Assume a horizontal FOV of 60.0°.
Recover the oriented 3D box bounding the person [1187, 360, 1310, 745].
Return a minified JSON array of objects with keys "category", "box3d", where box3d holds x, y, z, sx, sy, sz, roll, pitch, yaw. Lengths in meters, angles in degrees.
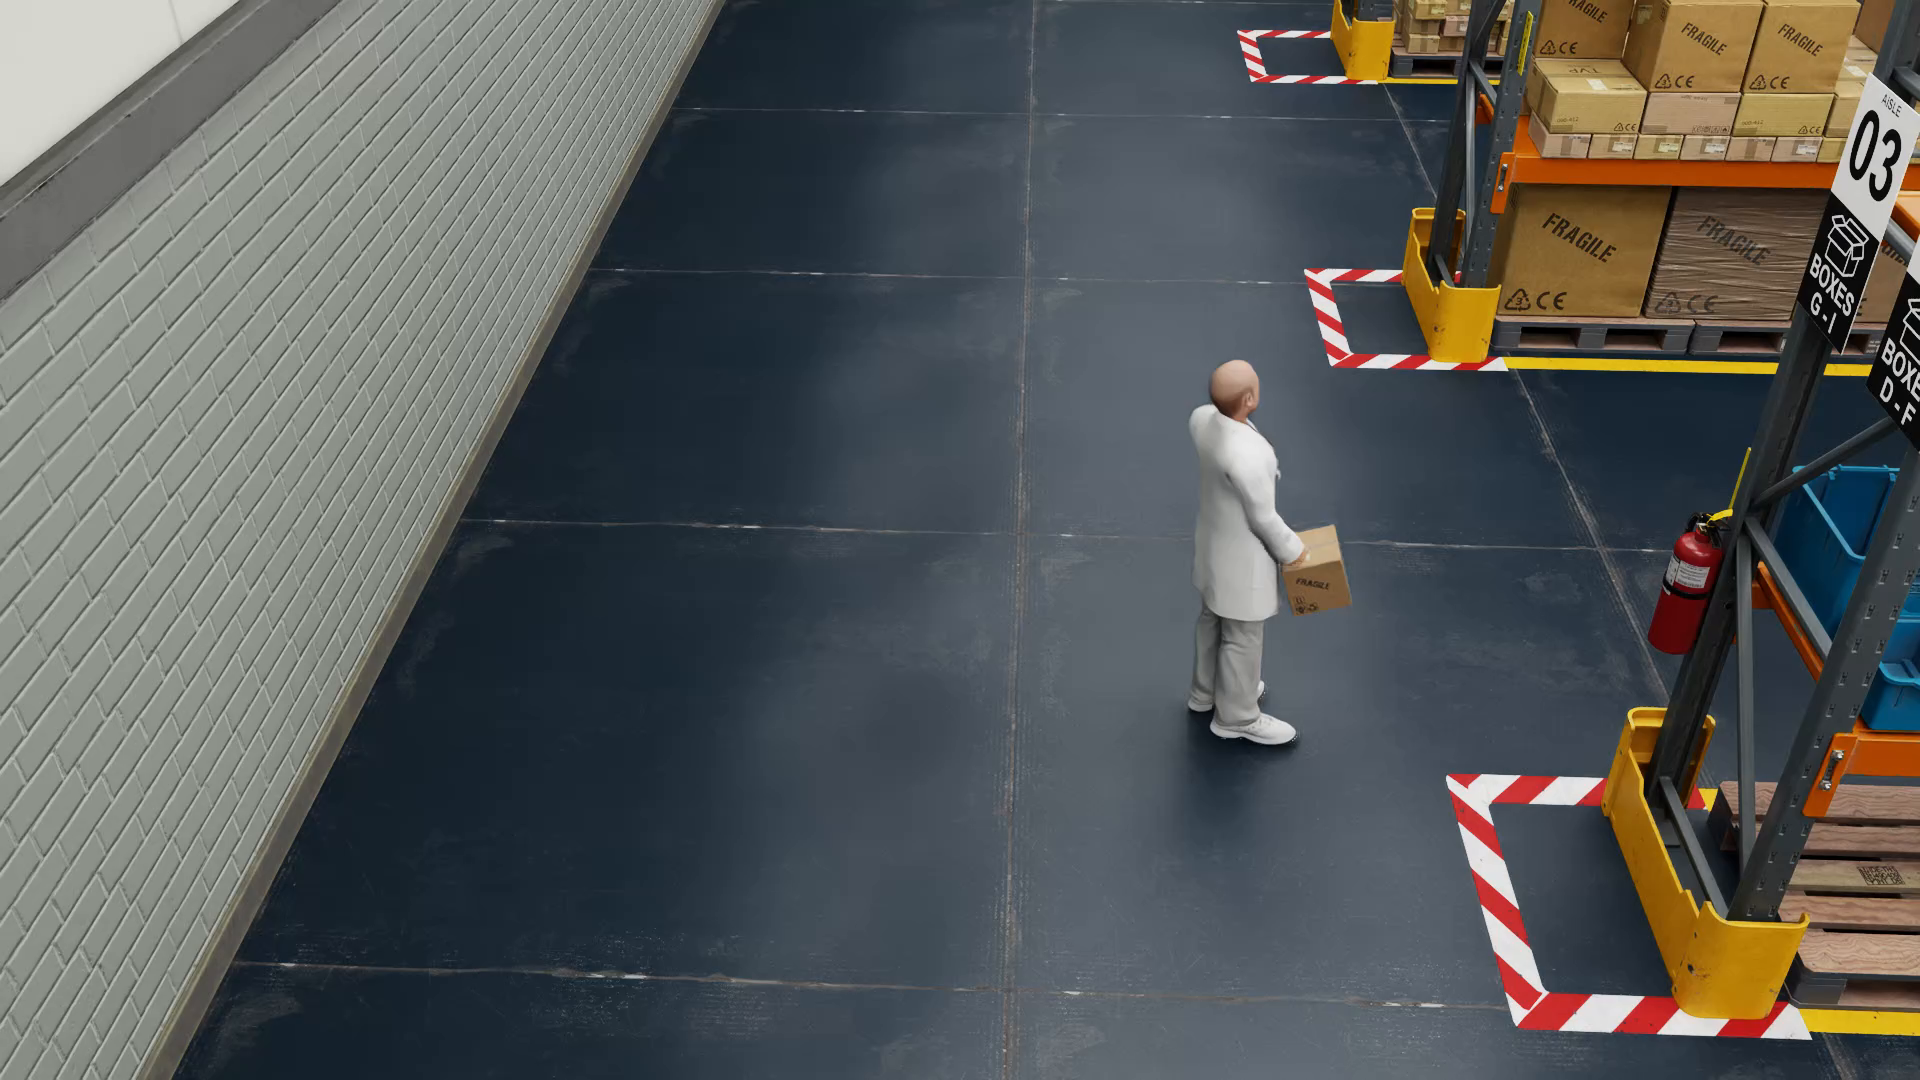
[{"category":"person","box3d":[1.218,0.036,7.065,0.469,1.784,0.606,-9,36,-12]}]
